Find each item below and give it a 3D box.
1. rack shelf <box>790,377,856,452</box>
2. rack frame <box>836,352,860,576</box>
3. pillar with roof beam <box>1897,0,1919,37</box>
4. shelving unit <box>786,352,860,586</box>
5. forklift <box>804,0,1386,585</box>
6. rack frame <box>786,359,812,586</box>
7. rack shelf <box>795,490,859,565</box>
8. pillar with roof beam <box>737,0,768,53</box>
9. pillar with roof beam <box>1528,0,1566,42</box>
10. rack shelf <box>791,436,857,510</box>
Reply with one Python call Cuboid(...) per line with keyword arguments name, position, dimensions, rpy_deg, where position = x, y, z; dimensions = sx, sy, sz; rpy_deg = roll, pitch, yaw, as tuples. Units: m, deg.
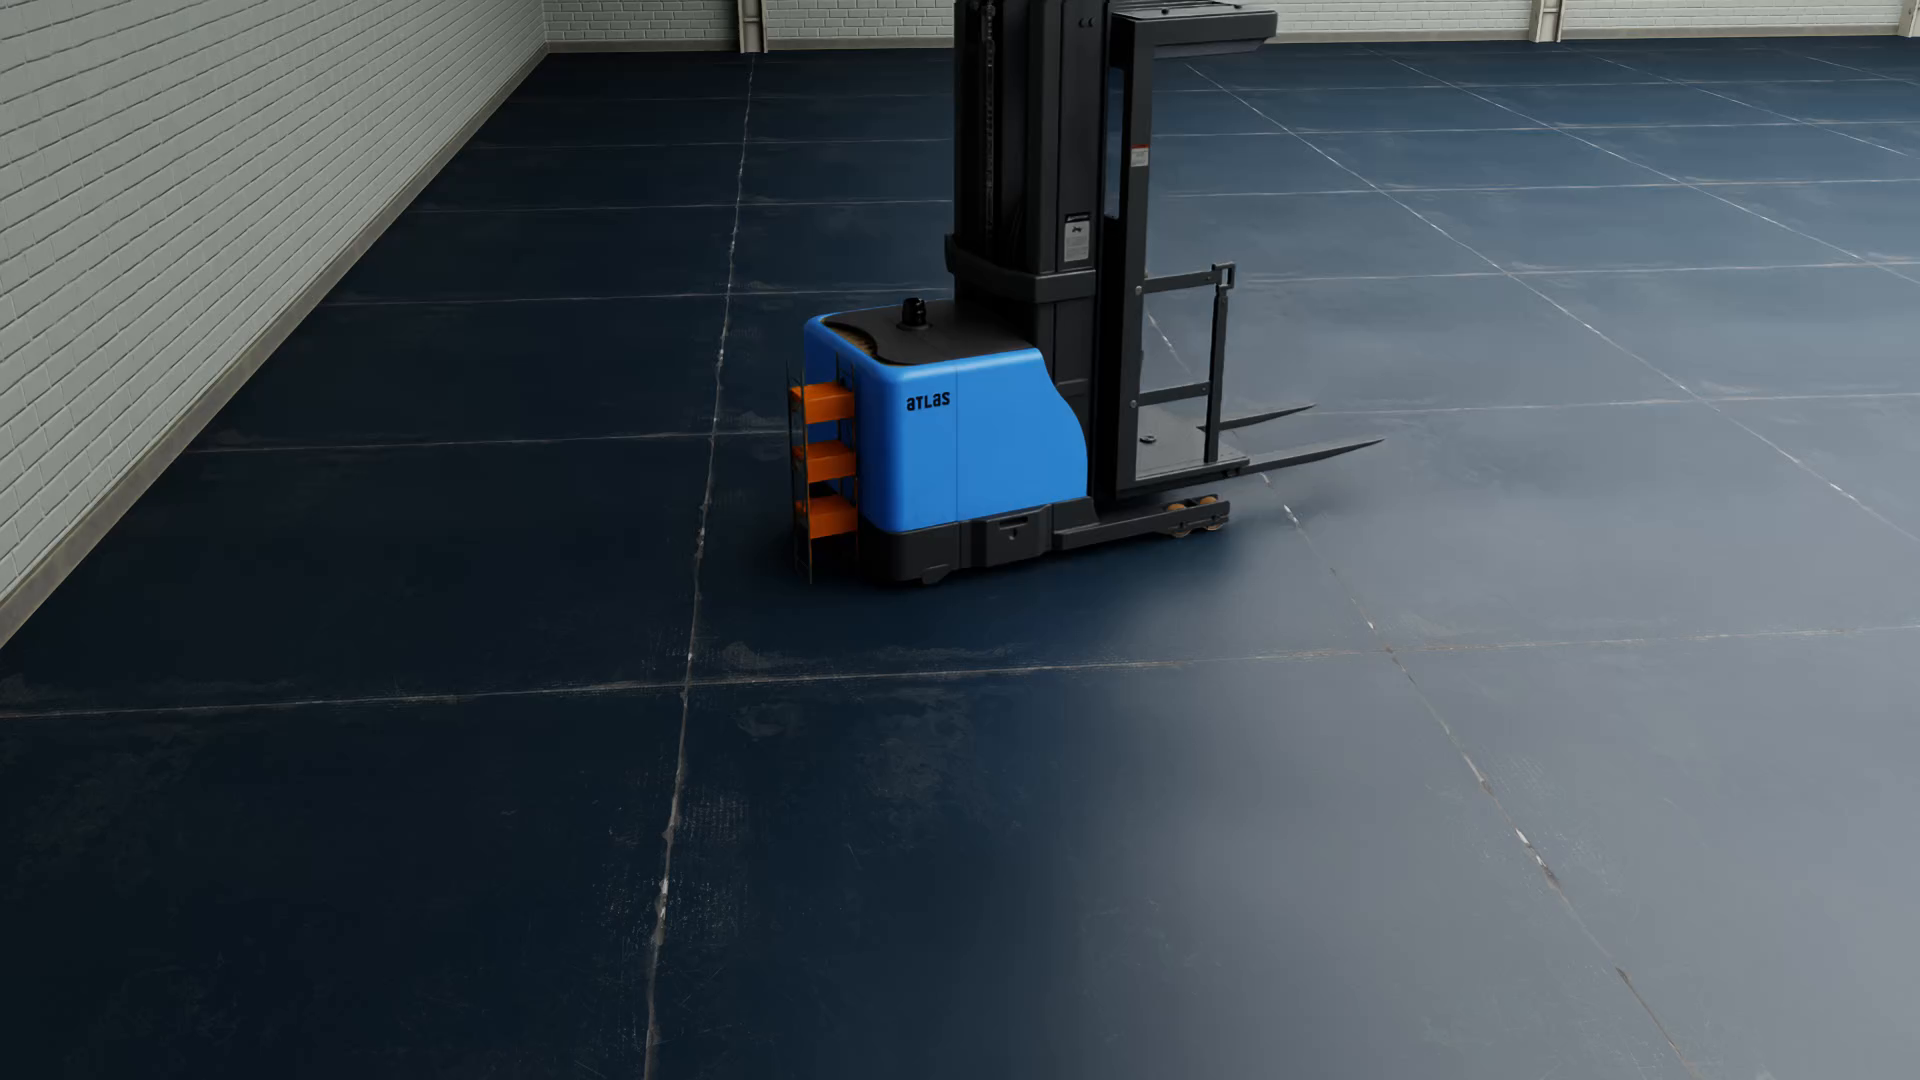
Cuboid(name="rack shelf", position=(-0.630, -0.573, 7.575), dimensions=(0.240, 0.259, 0.215), rpy_deg=(-11, 26, -24))
Cuboid(name="rack frame", position=(-0.520, -0.346, 7.735), dimensions=(0.008, 1.050, 0.200), rpy_deg=(-11, 26, -24))
Cuboid(name="pillar with roof beam", position=(15.319, -10.245, 20.220), dimensions=(0.400, 9.000, 9.100), rpy_deg=(-2, 24, -5))
Cuboid(name="shelving unit", position=(-0.630, -0.324, 7.686), dimensions=(0.252, 1.050, 0.215), rpy_deg=(-11, 26, -24))
Cuboid(name="forklift", position=(0.785, -1.531, 8.086), dimensions=(3.031, 2.935, 1.130), rpy_deg=(-11, 26, -24))
Cuboid(name="rack frame", position=(-0.739, -0.302, 7.636), dimensions=(0.008, 1.050, 0.200), rpy_deg=(-11, 26, -24))
Cuboid(name="rack shelf", position=(-0.630, -0.060, 7.803), dimensions=(0.240, 0.259, 0.215), rpy_deg=(-11, 26, -24))
Cuboid(name="pillar with roof beam", position=(-2.594, -9.526, 18.604), dimensions=(0.400, 9.000, 9.100), rpy_deg=(-2, 24, -5))
Cuboid(name="pillar with roof beam", position=(9.348, -10.006, 19.682), dimensions=(0.400, 9.000, 9.100), rpy_deg=(-2, 24, -5))
Cuboid(name="rack shelf", position=(-0.630, -0.314, 7.690), dimensions=(0.240, 0.259, 0.215), rpy_deg=(-11, 26, -24))
